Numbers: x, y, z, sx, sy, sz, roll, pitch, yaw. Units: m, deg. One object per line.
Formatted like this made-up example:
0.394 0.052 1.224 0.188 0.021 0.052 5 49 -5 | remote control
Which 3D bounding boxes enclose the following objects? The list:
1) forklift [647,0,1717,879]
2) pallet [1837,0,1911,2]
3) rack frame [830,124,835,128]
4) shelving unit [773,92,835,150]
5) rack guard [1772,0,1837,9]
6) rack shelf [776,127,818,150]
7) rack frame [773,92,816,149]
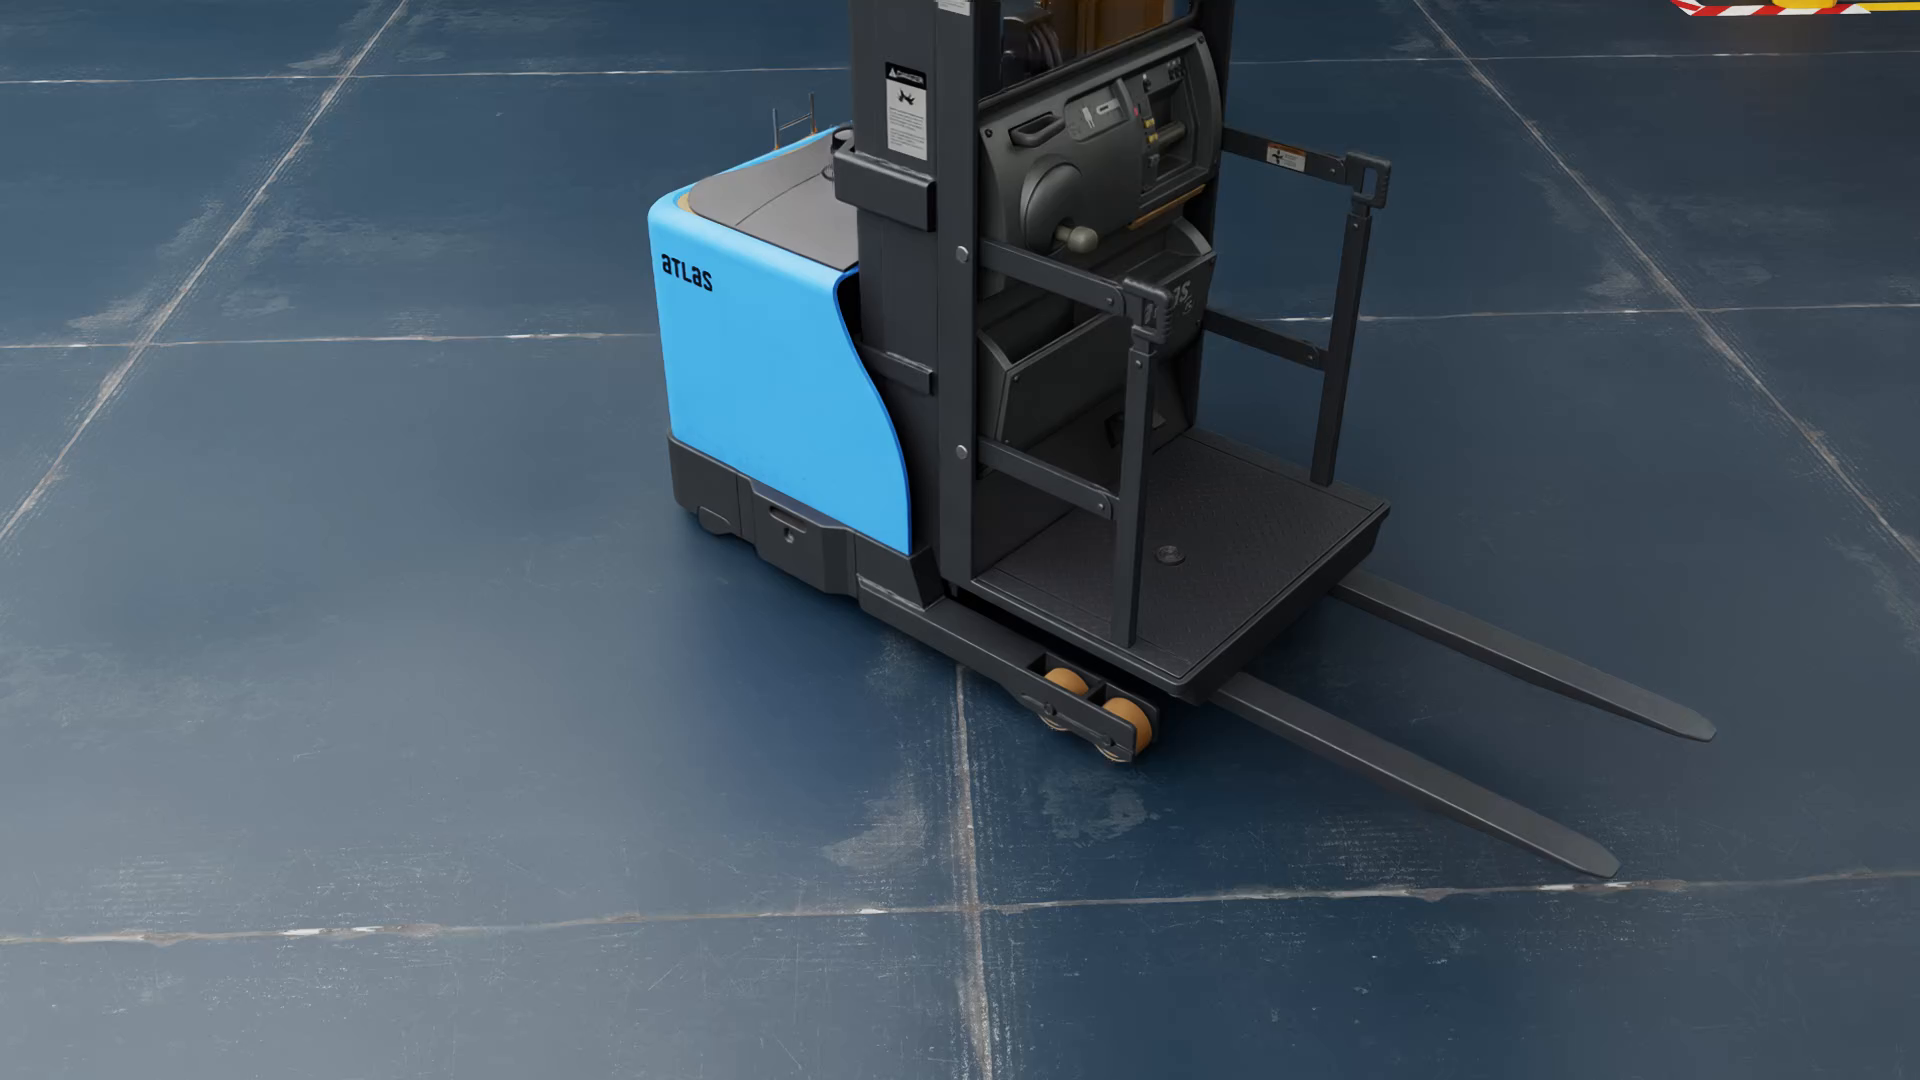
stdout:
0.532 -0.960 4.061 3.031 2.935 1.130 26 42 32 | forklift
5.750 -3.582 10.240 1.213 0.211 1.003 -2 35 -2 | pallet
-0.354 -0.941 5.687 0.008 1.050 0.200 23 41 29 | rack frame
-0.452 -0.982 5.746 0.252 1.050 0.215 23 41 29 | shelving unit
4.964 -3.656 10.093 0.348 0.500 1.175 -2 35 -2 | rack guard
-0.452 -1.207 5.591 0.240 0.259 0.215 23 41 29 | rack shelf
-0.551 -1.023 5.806 0.008 1.050 0.200 23 41 29 | rack frame
